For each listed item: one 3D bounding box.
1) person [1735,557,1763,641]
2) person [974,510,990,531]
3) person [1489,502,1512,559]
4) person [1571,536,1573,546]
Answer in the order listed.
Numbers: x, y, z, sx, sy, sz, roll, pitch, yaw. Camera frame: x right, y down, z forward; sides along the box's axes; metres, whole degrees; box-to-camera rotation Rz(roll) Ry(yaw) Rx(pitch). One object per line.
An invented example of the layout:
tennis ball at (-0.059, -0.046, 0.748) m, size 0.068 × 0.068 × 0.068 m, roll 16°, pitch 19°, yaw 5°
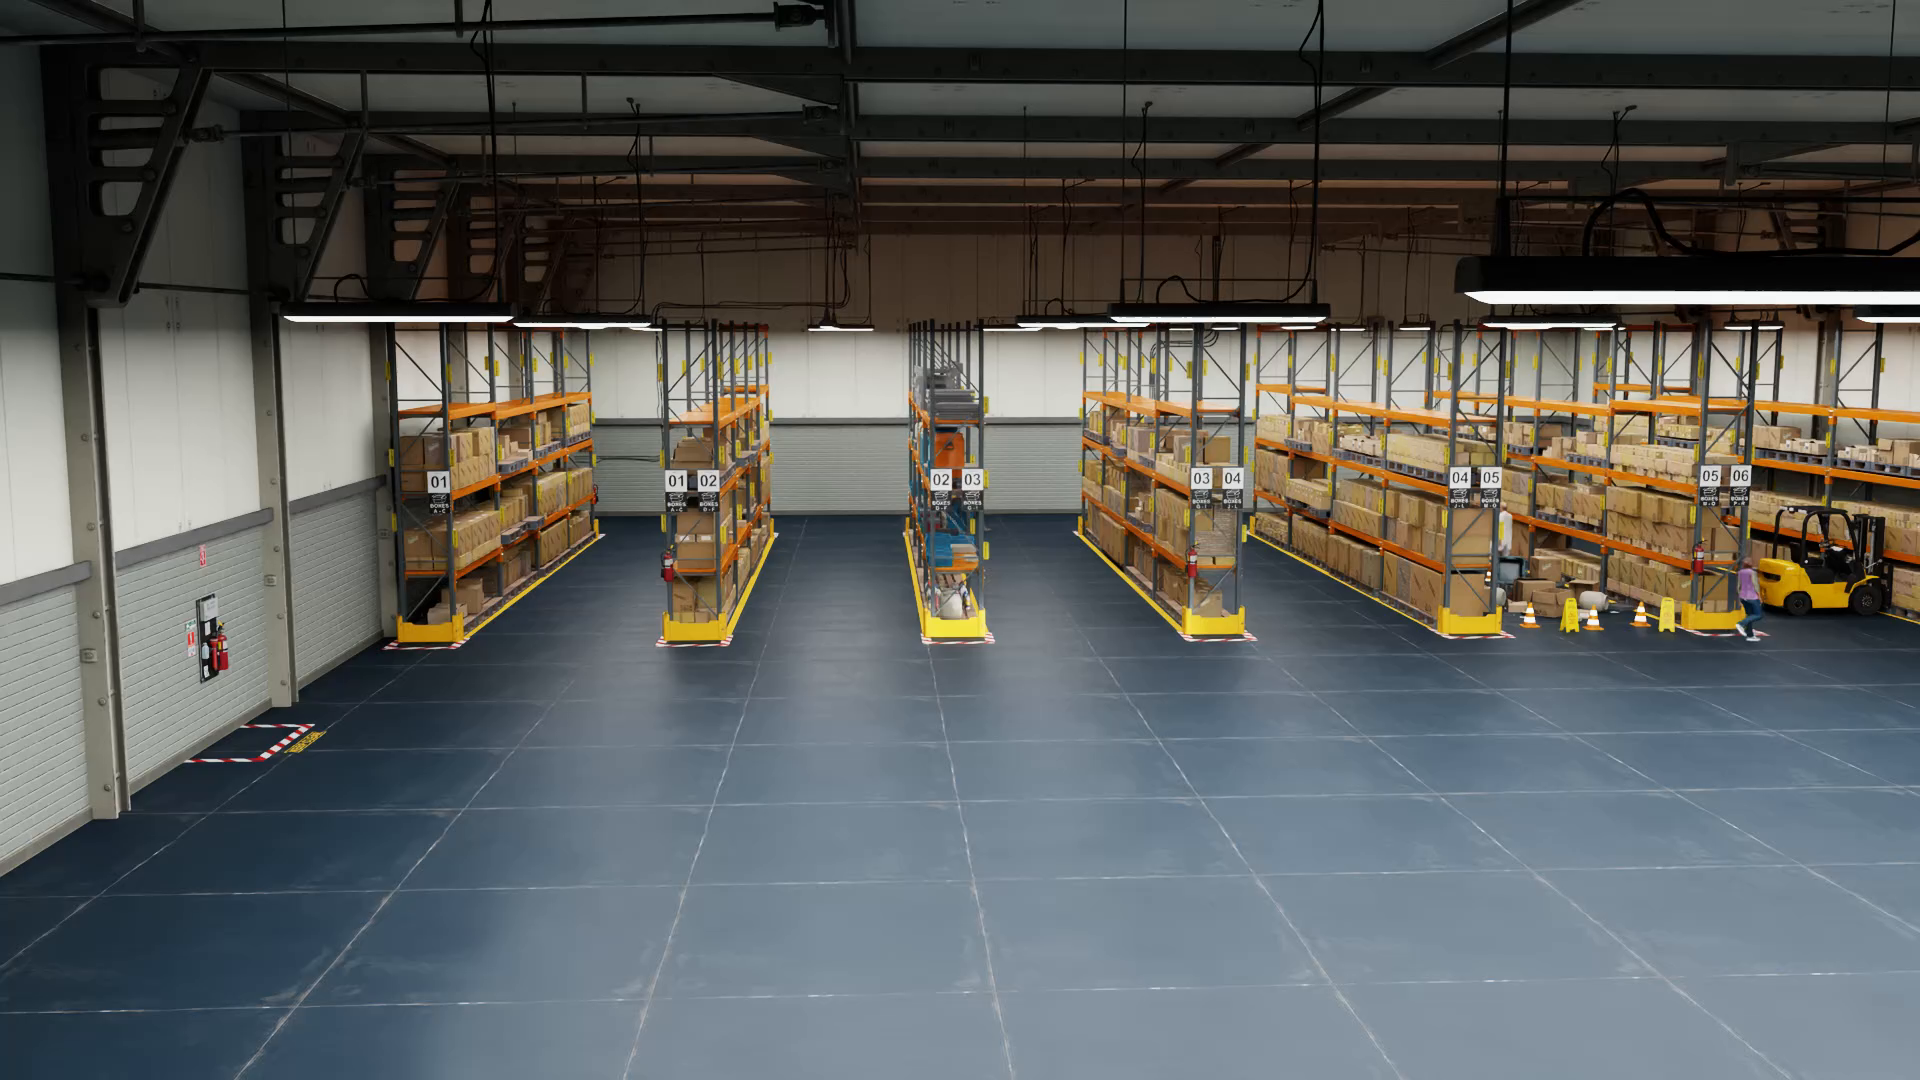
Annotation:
person at (14.701, 1.110, 31.012) m, size 0.597 × 1.591 × 0.450 m, roll -2°, pitch 7°, yaw -16°
person at (0.479, -1.103, 48.666) m, size 0.836 × 1.636 × 0.454 m, roll 1°, pitch 7°, yaw 11°
person at (12.825, -0.004, 39.176) m, size 0.578 × 1.769 × 0.562 m, roll -3°, pitch 8°, yaw -25°
person at (16.506, -0.696, 45.076) m, size 0.573 × 1.723 × 0.457 m, roll -6°, pitch 9°, yaw -39°
